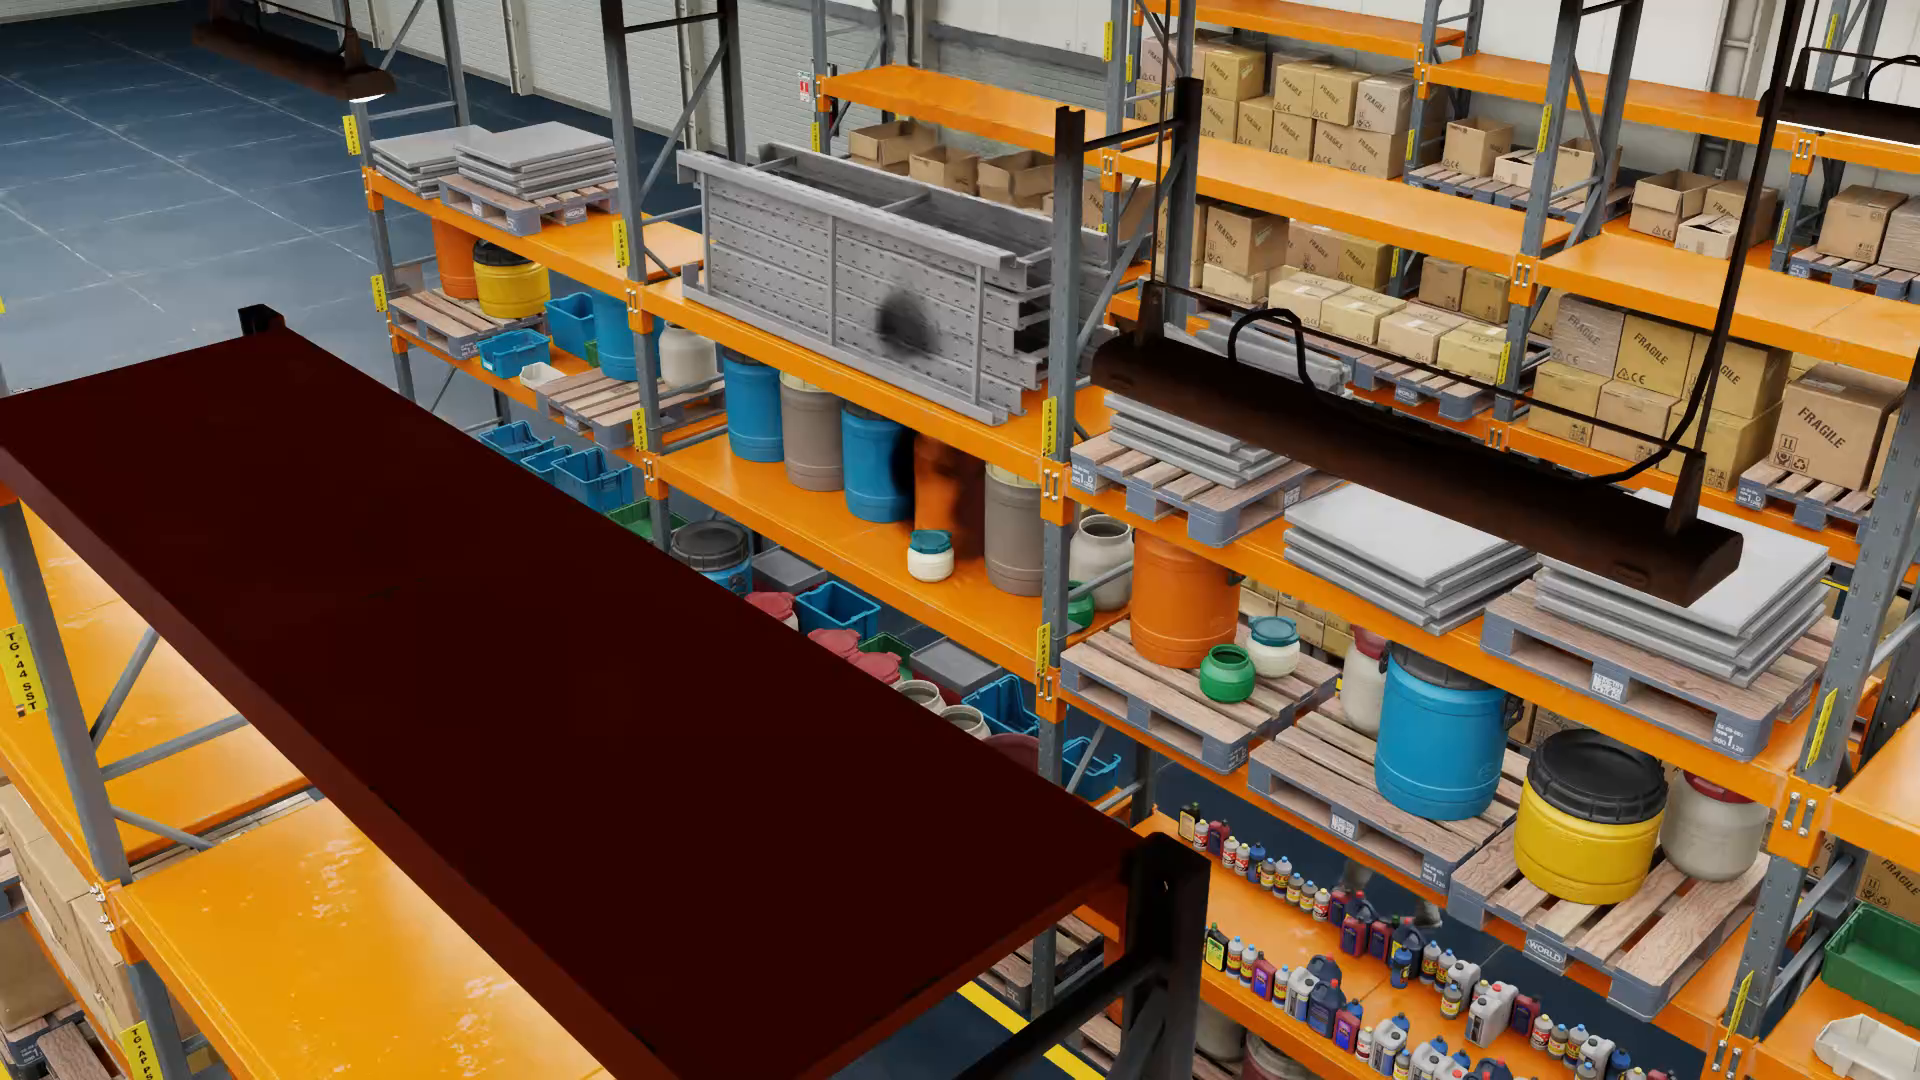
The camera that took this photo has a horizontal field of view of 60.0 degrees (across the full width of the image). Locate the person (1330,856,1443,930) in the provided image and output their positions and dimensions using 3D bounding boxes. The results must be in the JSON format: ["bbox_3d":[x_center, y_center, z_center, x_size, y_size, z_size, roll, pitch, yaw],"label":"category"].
[{"bbox_3d":[2.870,1.830,11.050,0.608,1.826,0.879,-24,36,-37],"label":"person"}]

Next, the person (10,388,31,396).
[{"bbox_3d":[-8.876,-0.611,16.113,0.776,1.852,0.664,-6,29,-12],"label":"person"}]
